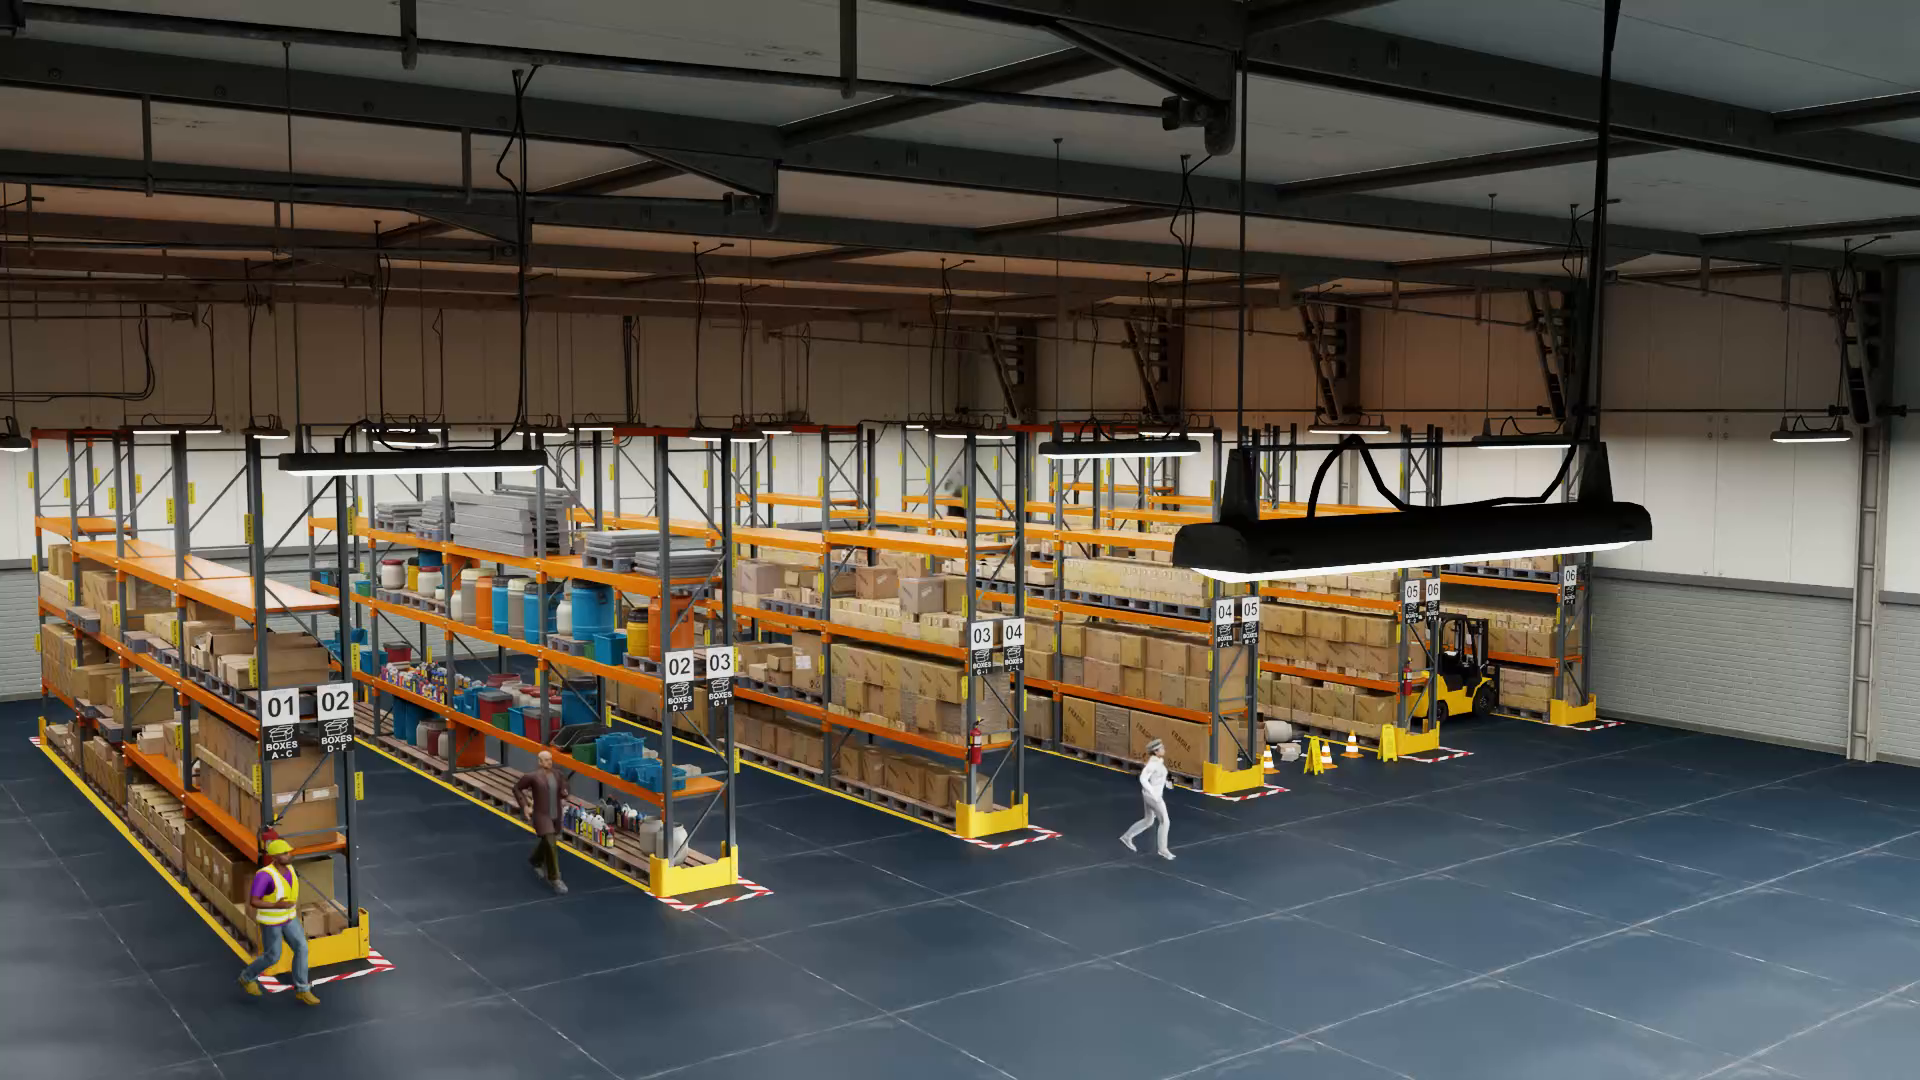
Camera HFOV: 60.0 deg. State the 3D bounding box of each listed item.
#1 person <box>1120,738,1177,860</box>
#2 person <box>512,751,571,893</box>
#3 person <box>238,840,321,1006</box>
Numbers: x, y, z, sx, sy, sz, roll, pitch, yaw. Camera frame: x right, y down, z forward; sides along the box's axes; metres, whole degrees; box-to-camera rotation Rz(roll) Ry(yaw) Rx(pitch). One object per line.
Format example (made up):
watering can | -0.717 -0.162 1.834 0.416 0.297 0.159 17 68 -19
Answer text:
person | 2.661 3.644 23.489 0.806 1.732 0.610 0 4 6
person | -5.480 3.691 22.039 0.988 1.809 0.686 3 6 37
person | -7.277 4.062 17.709 0.949 1.773 0.729 1 5 18
